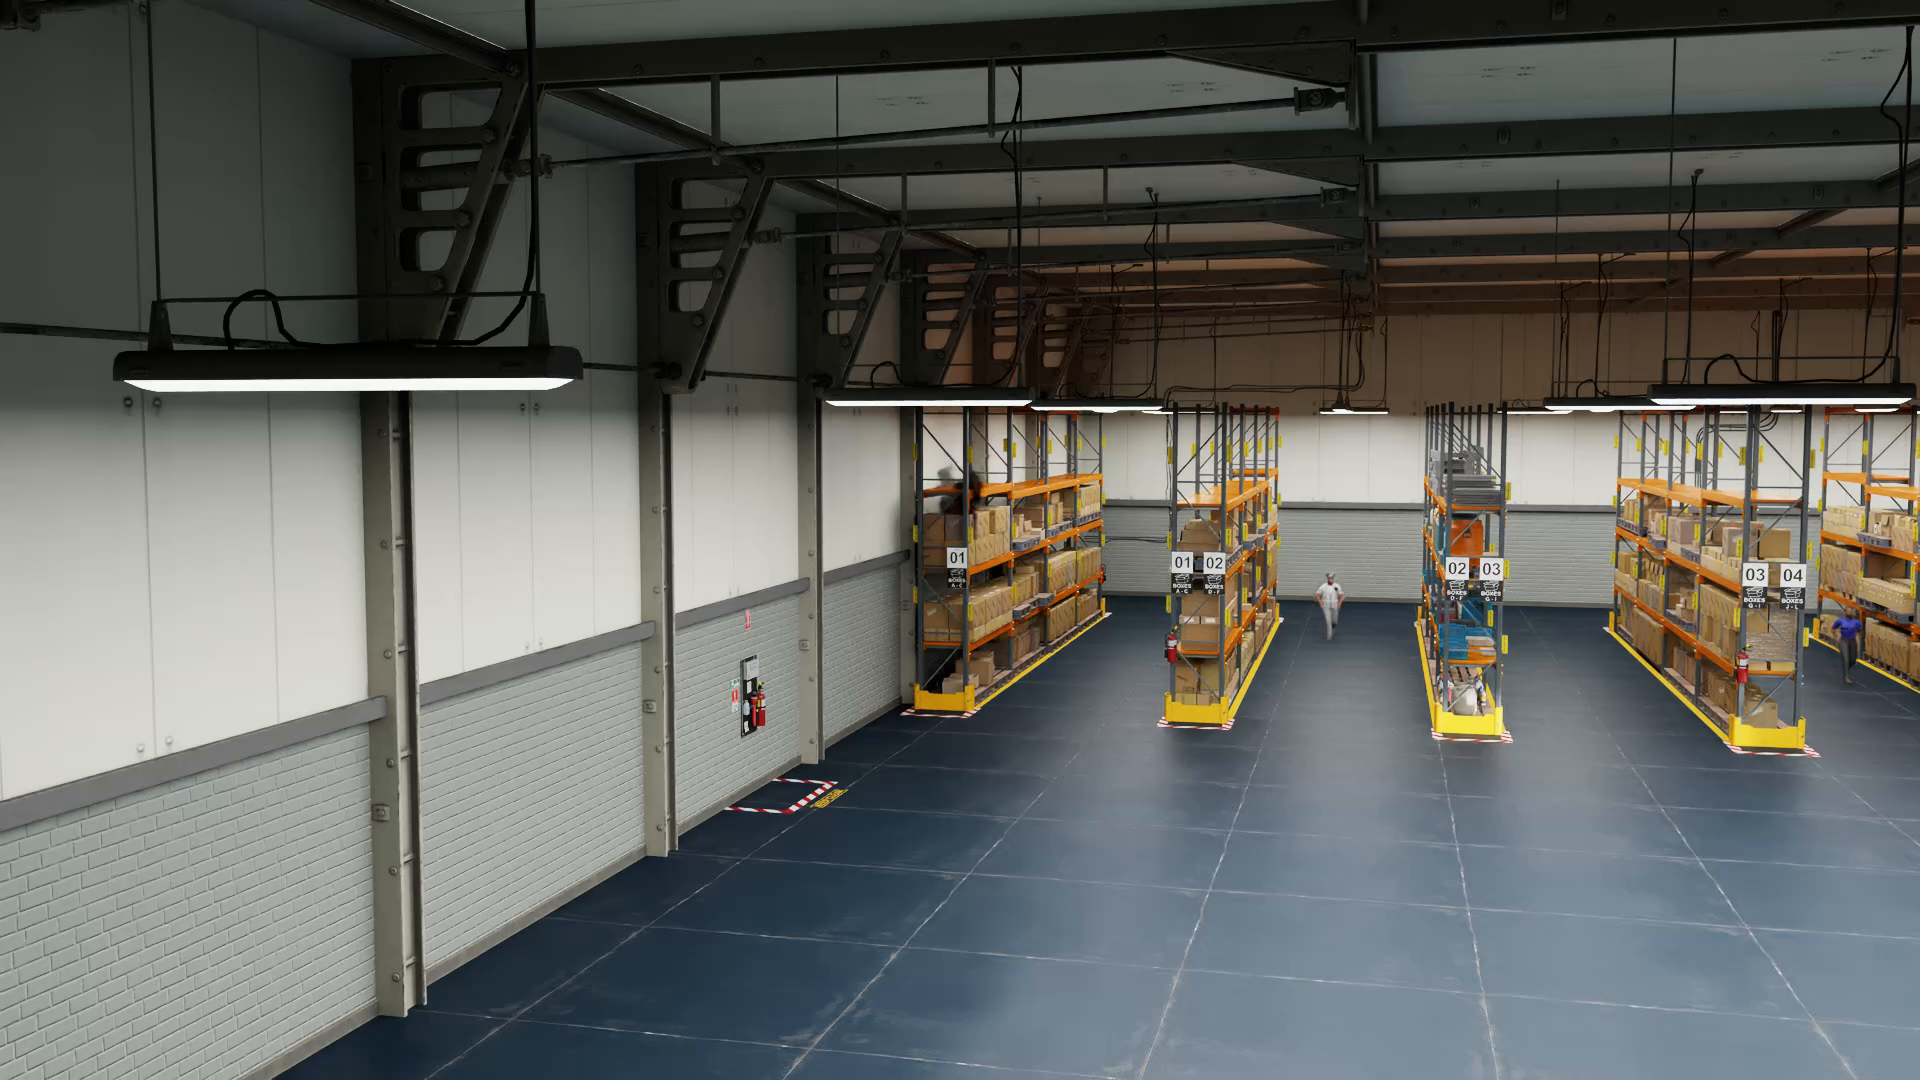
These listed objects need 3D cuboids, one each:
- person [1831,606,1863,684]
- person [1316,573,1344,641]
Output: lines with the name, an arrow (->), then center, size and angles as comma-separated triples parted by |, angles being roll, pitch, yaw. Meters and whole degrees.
person -> 19.169, 2.247, 35.930 | 0.587, 1.627, 0.871 | 1, 4, 14
person -> 9.508, 1.701, 42.778 | 0.685, 1.739, 0.759 | 0, 4, 7
